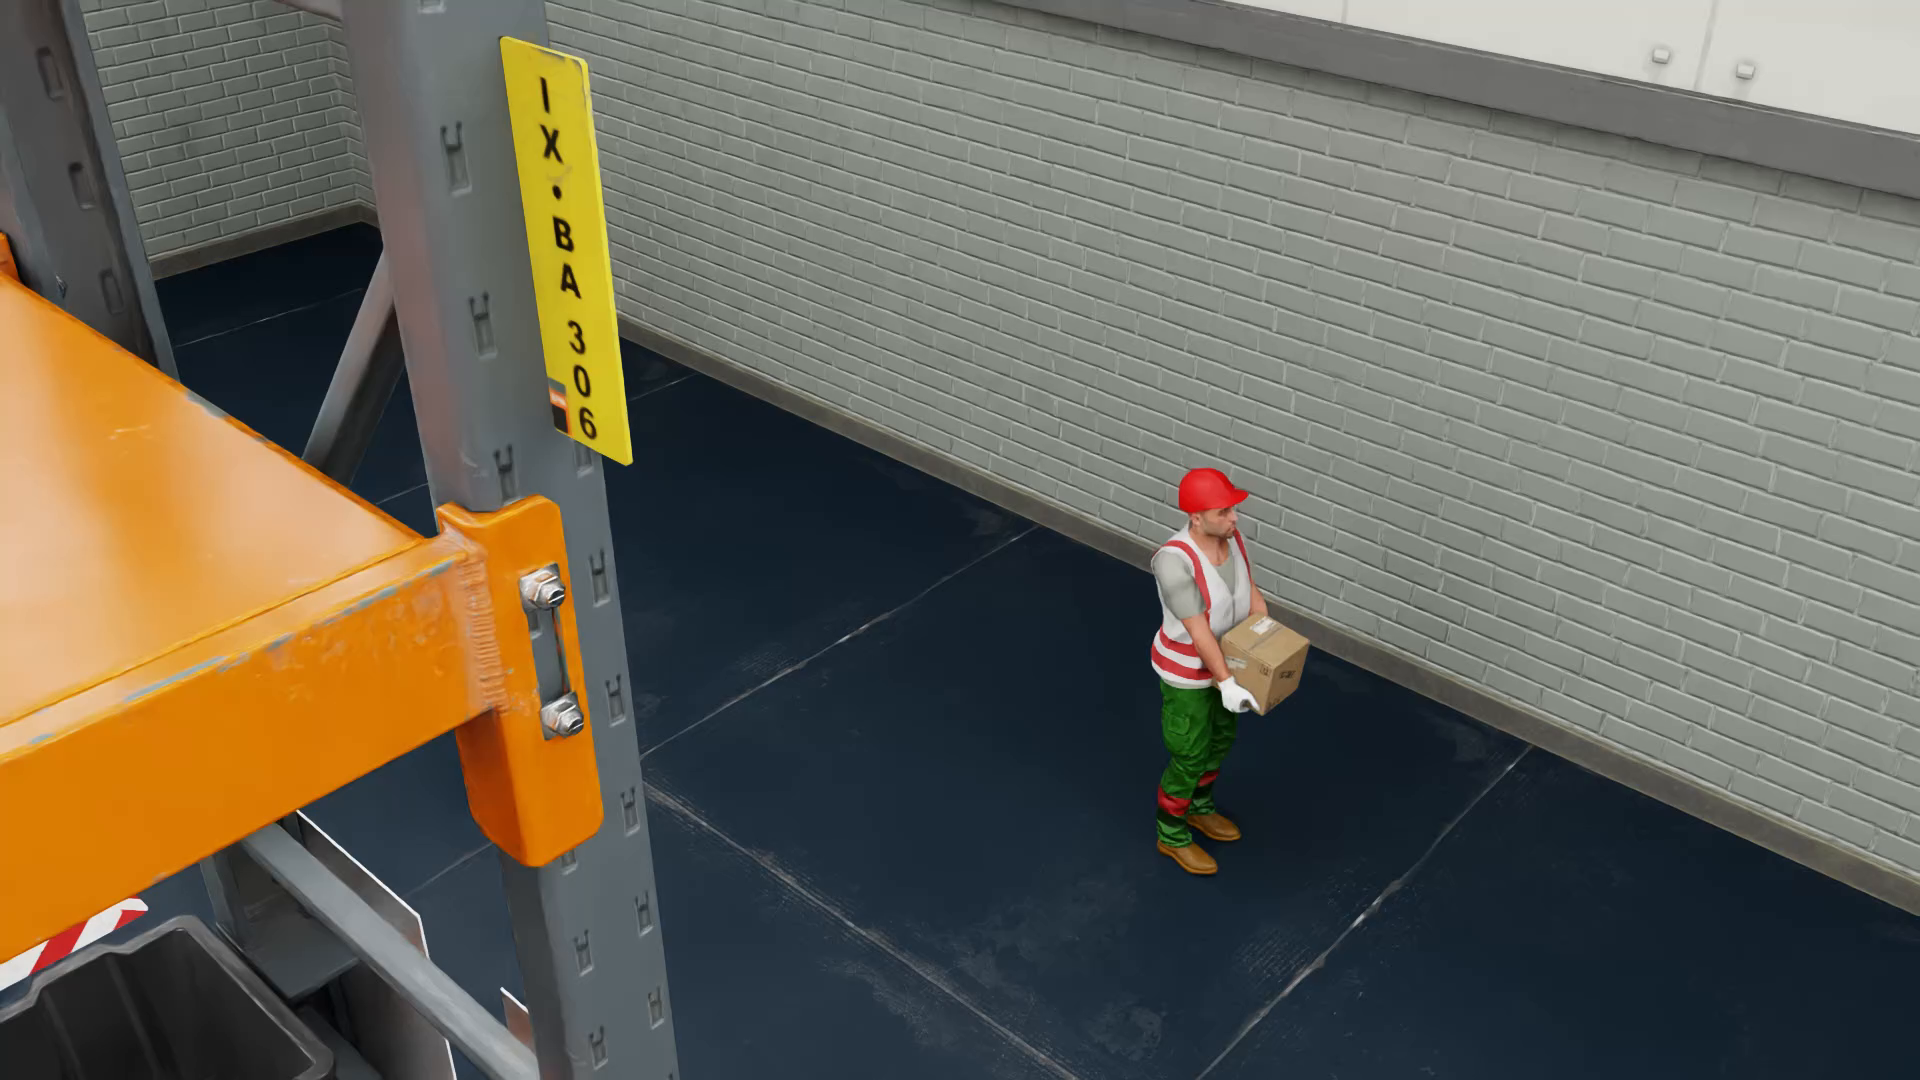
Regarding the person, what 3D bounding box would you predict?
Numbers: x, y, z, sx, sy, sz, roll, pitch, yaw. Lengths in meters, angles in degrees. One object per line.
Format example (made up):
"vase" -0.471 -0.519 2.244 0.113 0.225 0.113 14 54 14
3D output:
"person" 1.054 0.552 6.695 0.554 1.784 0.494 26 39 36
